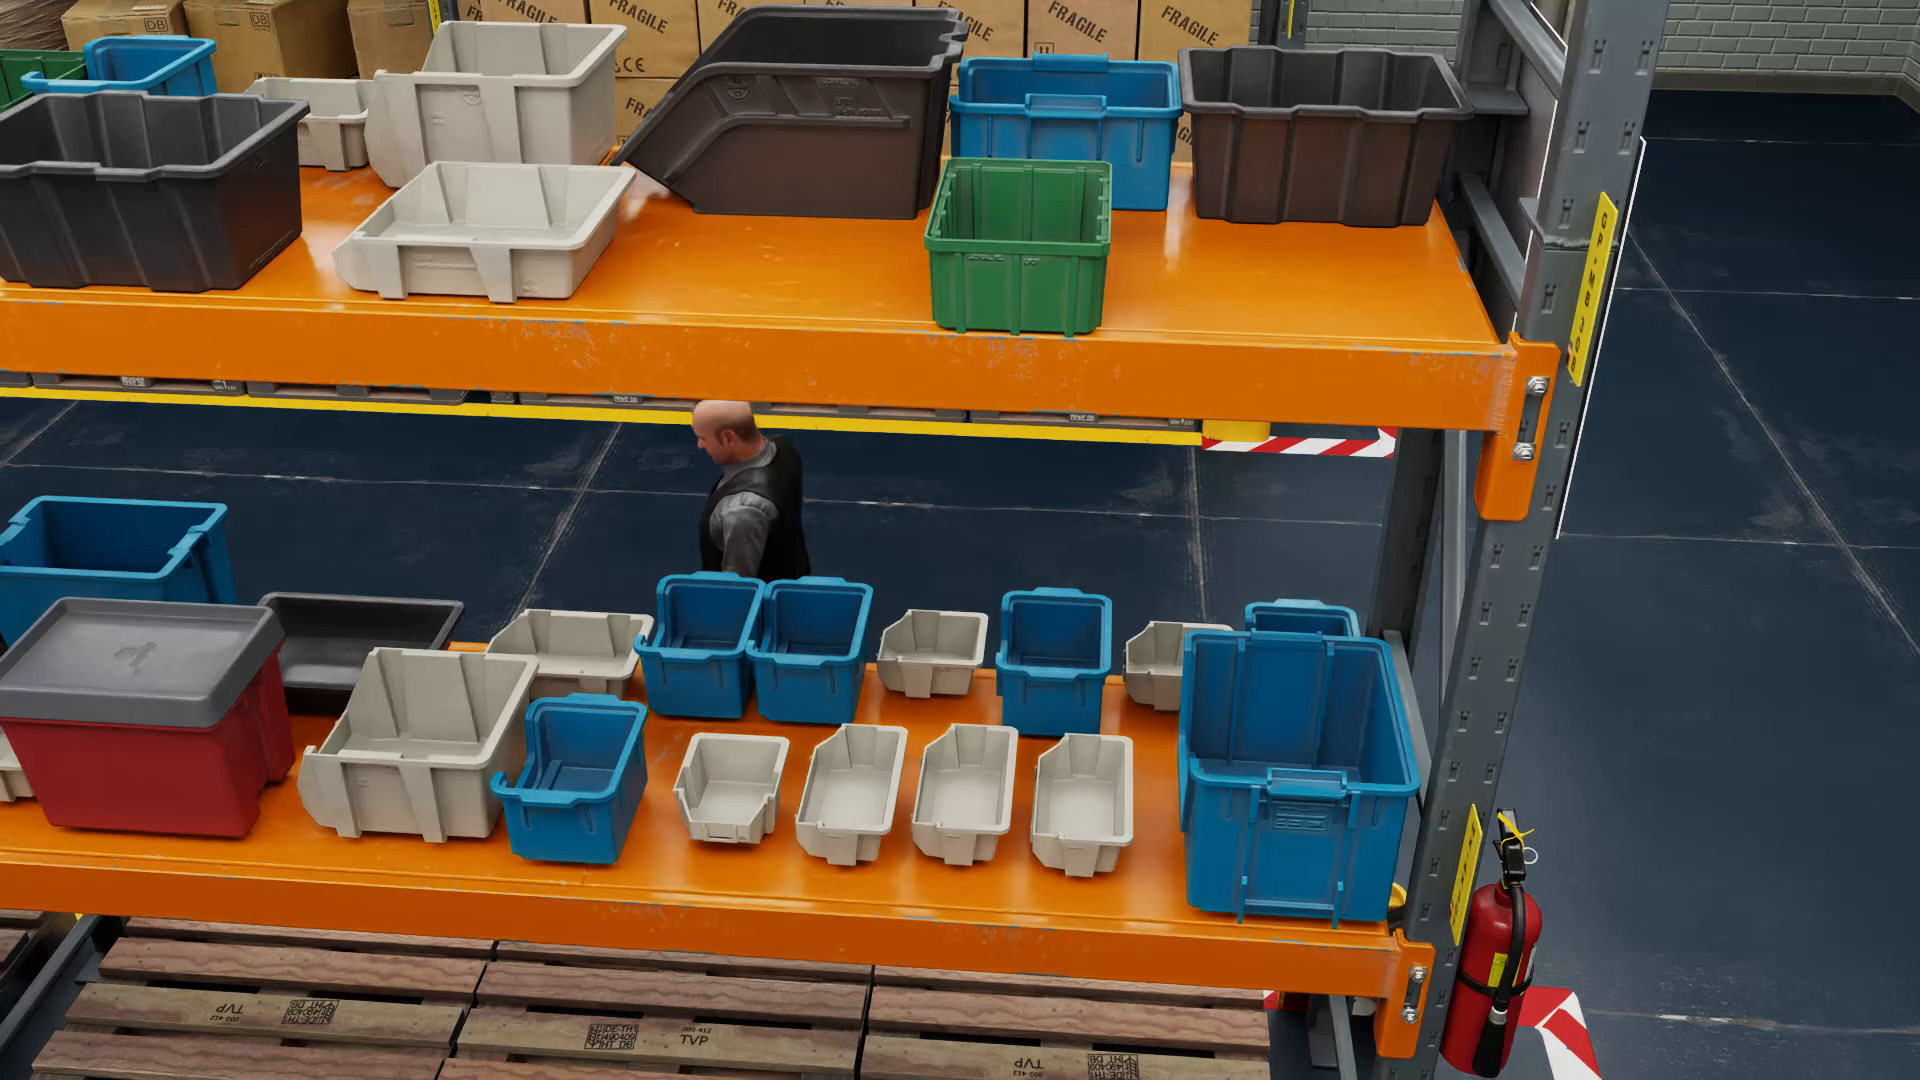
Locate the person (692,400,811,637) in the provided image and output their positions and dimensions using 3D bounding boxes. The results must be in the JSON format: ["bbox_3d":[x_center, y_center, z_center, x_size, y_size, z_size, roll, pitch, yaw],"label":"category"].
[{"bbox_3d":[-0.710,0.256,5.774,0.372,1.704,0.543,3,32,5],"label":"person"}]
